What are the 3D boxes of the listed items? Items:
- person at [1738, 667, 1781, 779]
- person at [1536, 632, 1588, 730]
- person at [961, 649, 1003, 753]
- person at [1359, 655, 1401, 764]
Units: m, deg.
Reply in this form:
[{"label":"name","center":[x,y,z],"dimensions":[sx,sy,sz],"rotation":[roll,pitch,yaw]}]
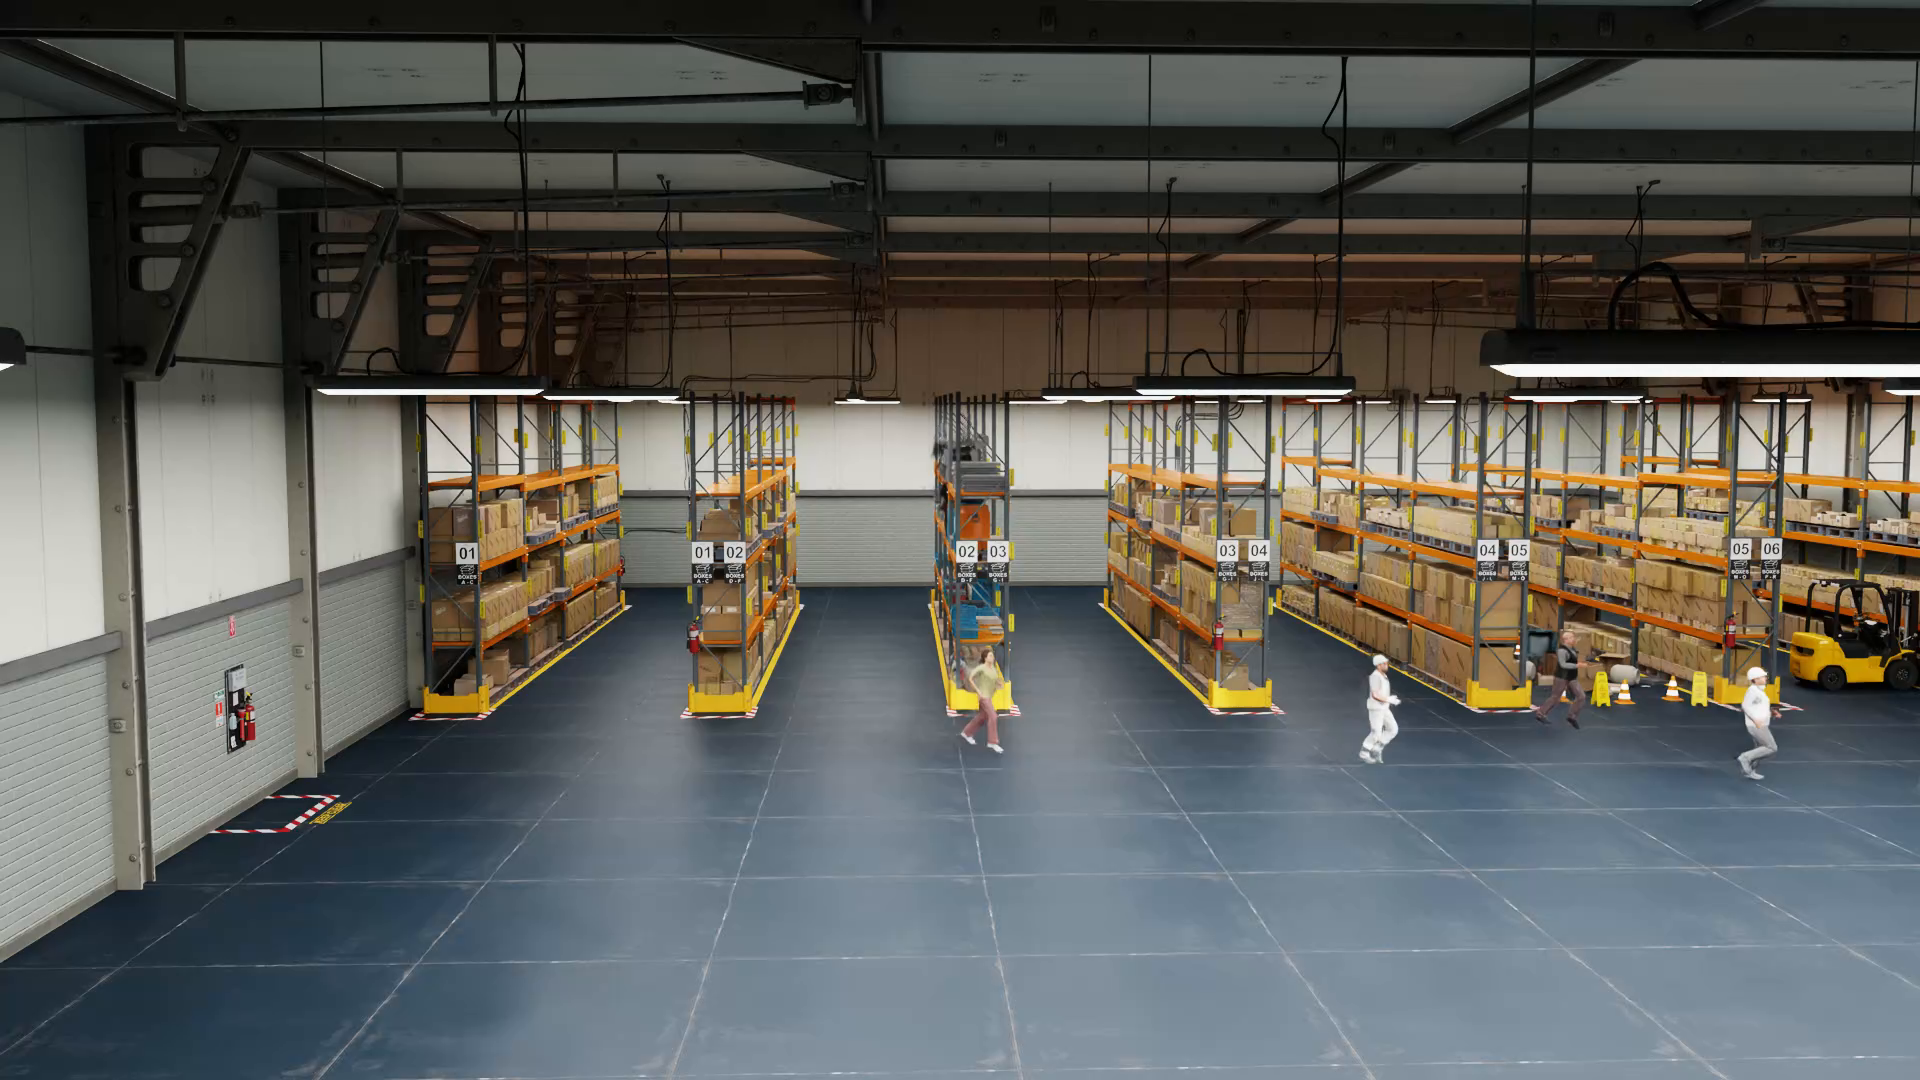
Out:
[{"label":"person","center":[12.272,2.817,25.500],"dimensions":[0.569,1.728,0.651],"rotation":[2,5,28]},{"label":"person","center":[10.752,2.500,29.582],"dimensions":[0.887,1.759,0.661],"rotation":[4,6,44]},{"label":"person","center":[0.391,2.656,27.796],"dimensions":[0.840,1.702,0.572],"rotation":[2,5,27]},{"label":"person","center":[6.732,2.717,26.548],"dimensions":[0.676,1.785,0.669],"rotation":[3,5,32]}]
